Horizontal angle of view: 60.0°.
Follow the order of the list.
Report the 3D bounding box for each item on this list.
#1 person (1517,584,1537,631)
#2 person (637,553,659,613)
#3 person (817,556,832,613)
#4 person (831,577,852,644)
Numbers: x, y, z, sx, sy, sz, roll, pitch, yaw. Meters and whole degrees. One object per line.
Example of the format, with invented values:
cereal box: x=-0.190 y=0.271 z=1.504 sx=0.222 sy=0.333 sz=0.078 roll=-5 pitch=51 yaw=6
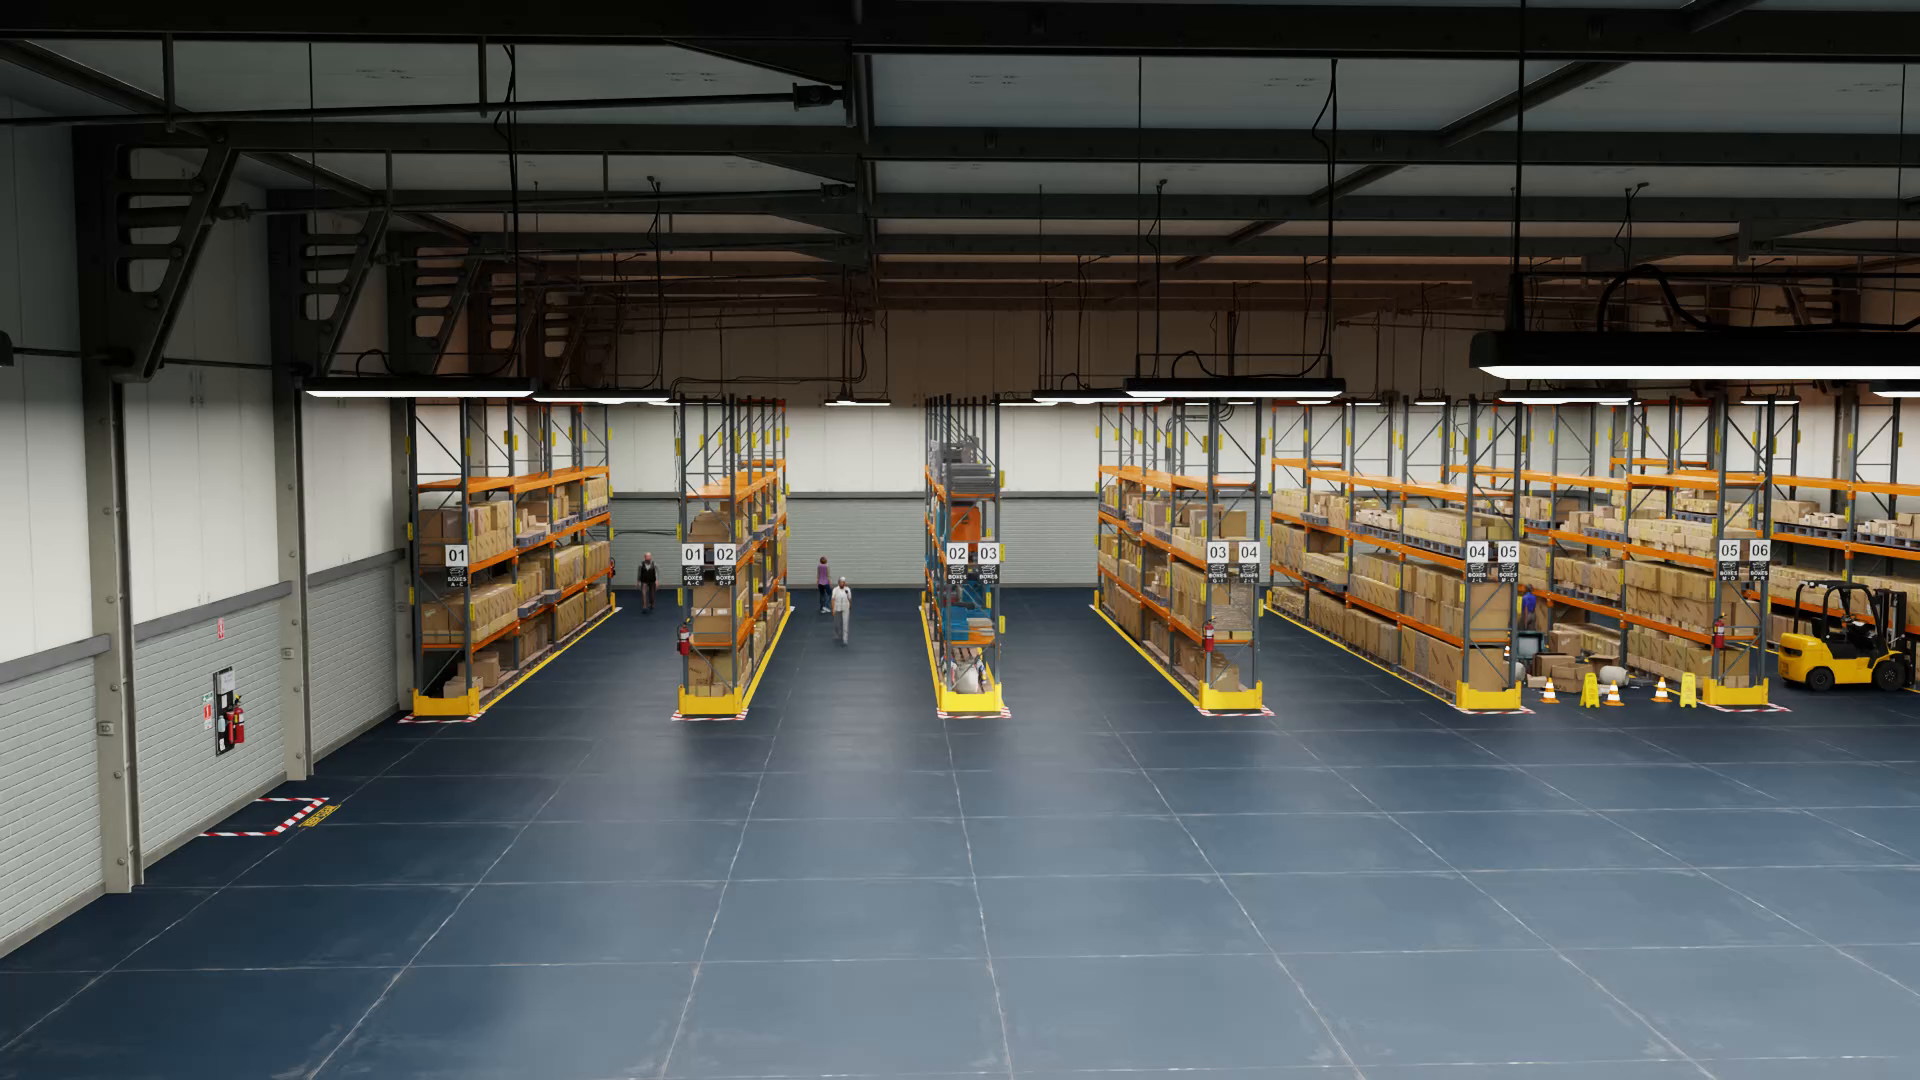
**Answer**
person: x=13.217 y=1.832 z=38.625 sx=0.468 sy=1.630 sz=0.478 roll=-2 pitch=5 yaw=-27
person: x=-8.748 y=1.189 z=46.628 sx=0.599 sy=1.663 sz=1.066 roll=-1 pitch=5 yaw=-11
person: x=-3.819 y=1.255 z=46.534 sx=0.466 sy=1.598 sz=0.448 roll=2 pitch=5 yaw=25
person: x=-2.892 y=1.695 z=40.594 sx=0.487 sy=1.603 sz=1.043 roll=0 pitch=5 yaw=-3
